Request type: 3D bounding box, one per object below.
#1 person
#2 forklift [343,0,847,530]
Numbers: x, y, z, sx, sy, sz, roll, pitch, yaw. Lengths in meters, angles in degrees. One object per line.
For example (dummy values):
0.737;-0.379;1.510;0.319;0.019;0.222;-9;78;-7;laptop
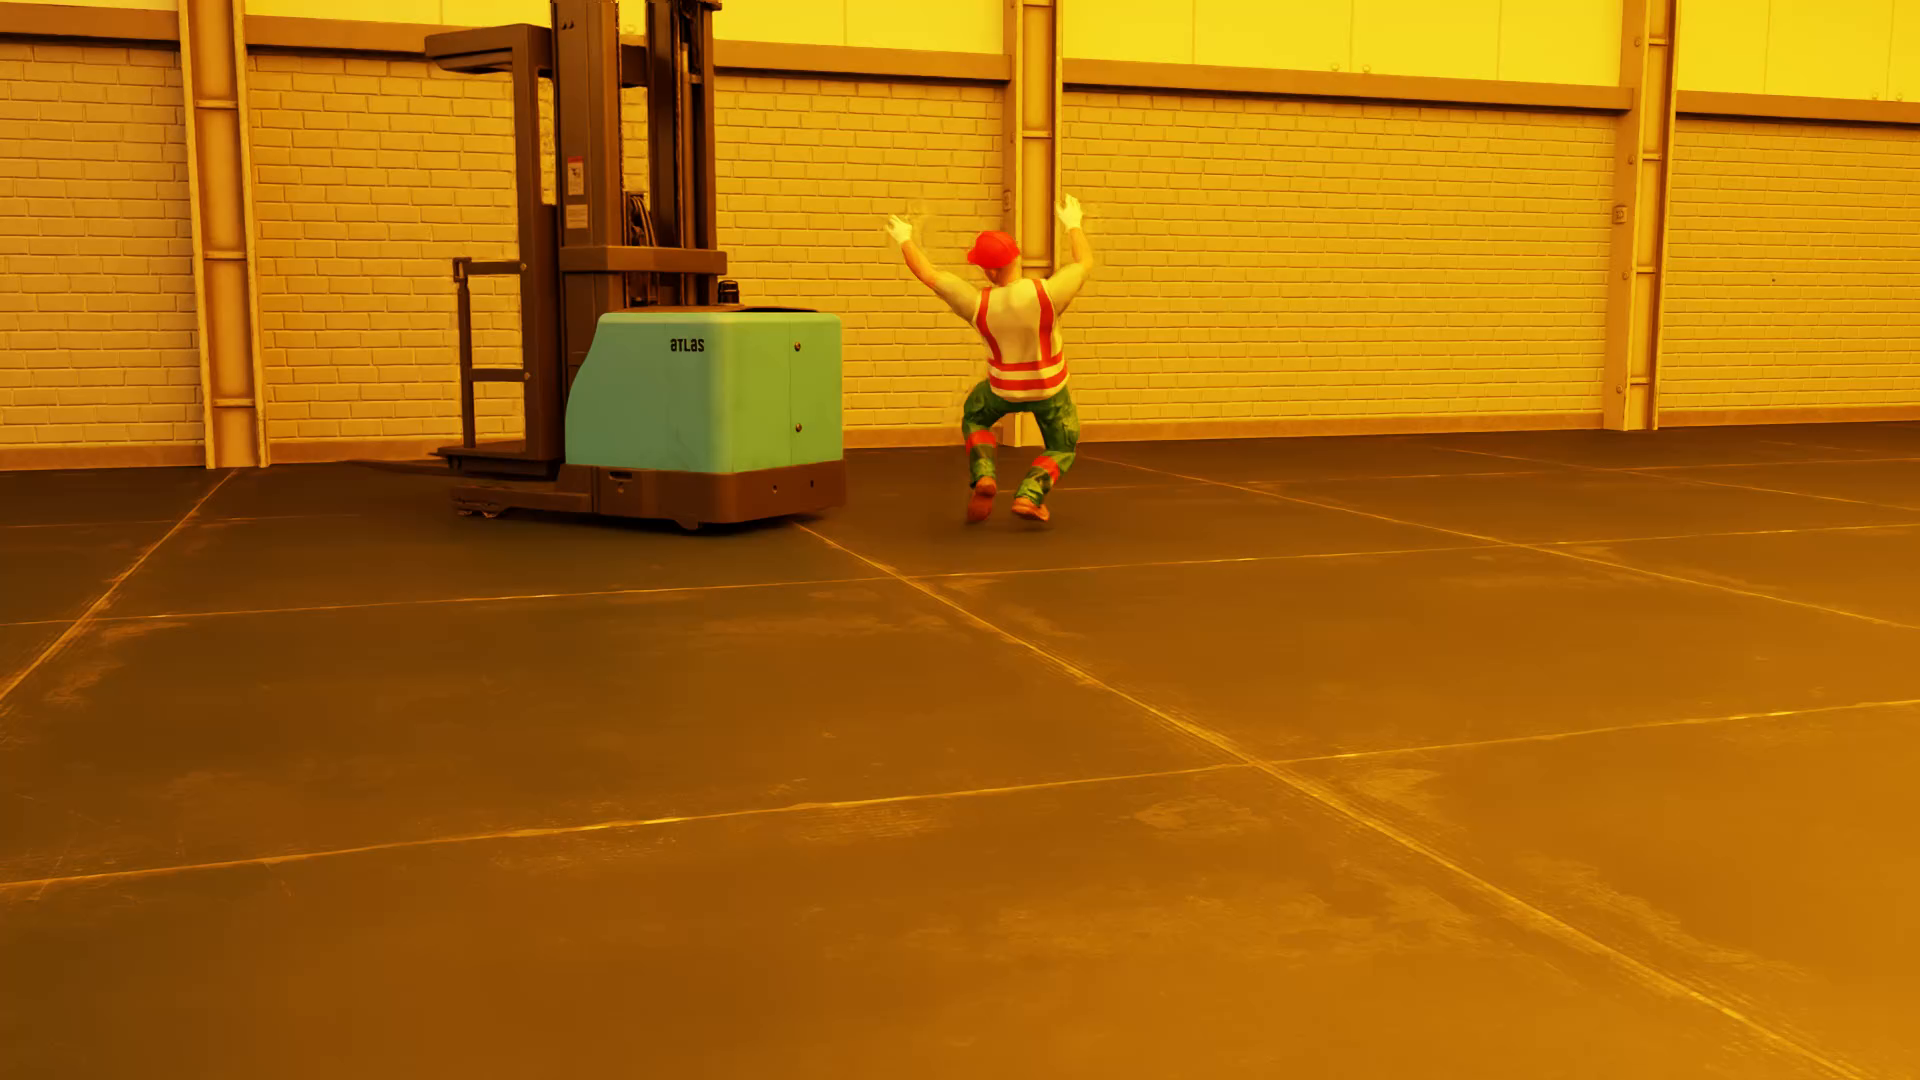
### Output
0.145;-0.900;8.377;1.050;1.676;0.803;2;8;12;person
-2.122;-1.622;8.975;3.031;2.935;1.130;5;9;32;forklift
